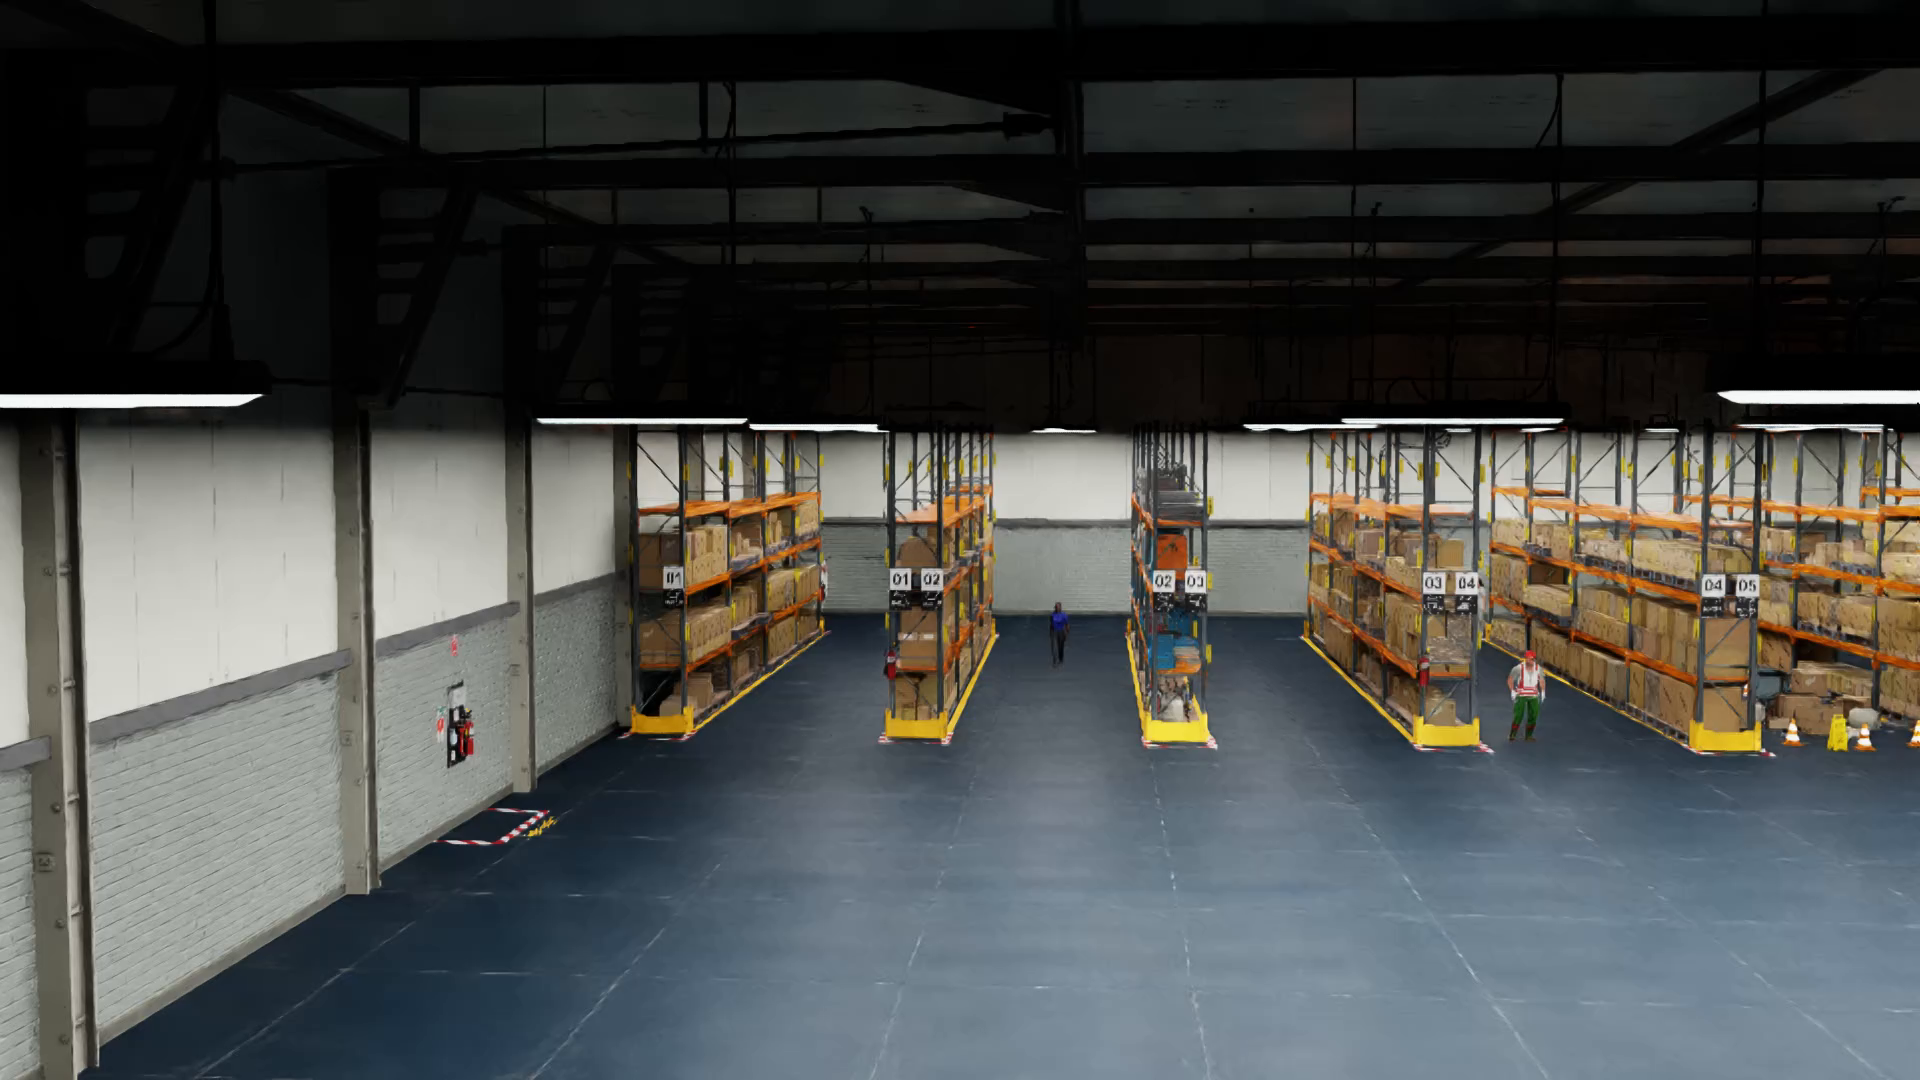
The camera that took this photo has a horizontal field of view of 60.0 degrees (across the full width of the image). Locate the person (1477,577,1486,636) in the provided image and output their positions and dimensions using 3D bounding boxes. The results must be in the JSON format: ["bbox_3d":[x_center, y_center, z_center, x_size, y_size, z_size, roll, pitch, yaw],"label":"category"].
[{"bbox_3d":[14.844,1.892,47.375,0.479,1.669,0.485,-1,4,-22],"label":"person"}]

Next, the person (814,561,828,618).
[{"bbox_3d":[-4.381,1.547,51.771,0.460,1.780,0.704,3,4,35],"label":"person"}]

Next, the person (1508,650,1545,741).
[{"bbox_3d":[10.566,2.898,30.996,0.677,1.742,0.552,0,4,2],"label":"person"}]

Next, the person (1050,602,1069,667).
[{"bbox_3d":[2.454,2.323,41.129,0.463,1.582,0.998,0,4,4],"label":"person"}]
